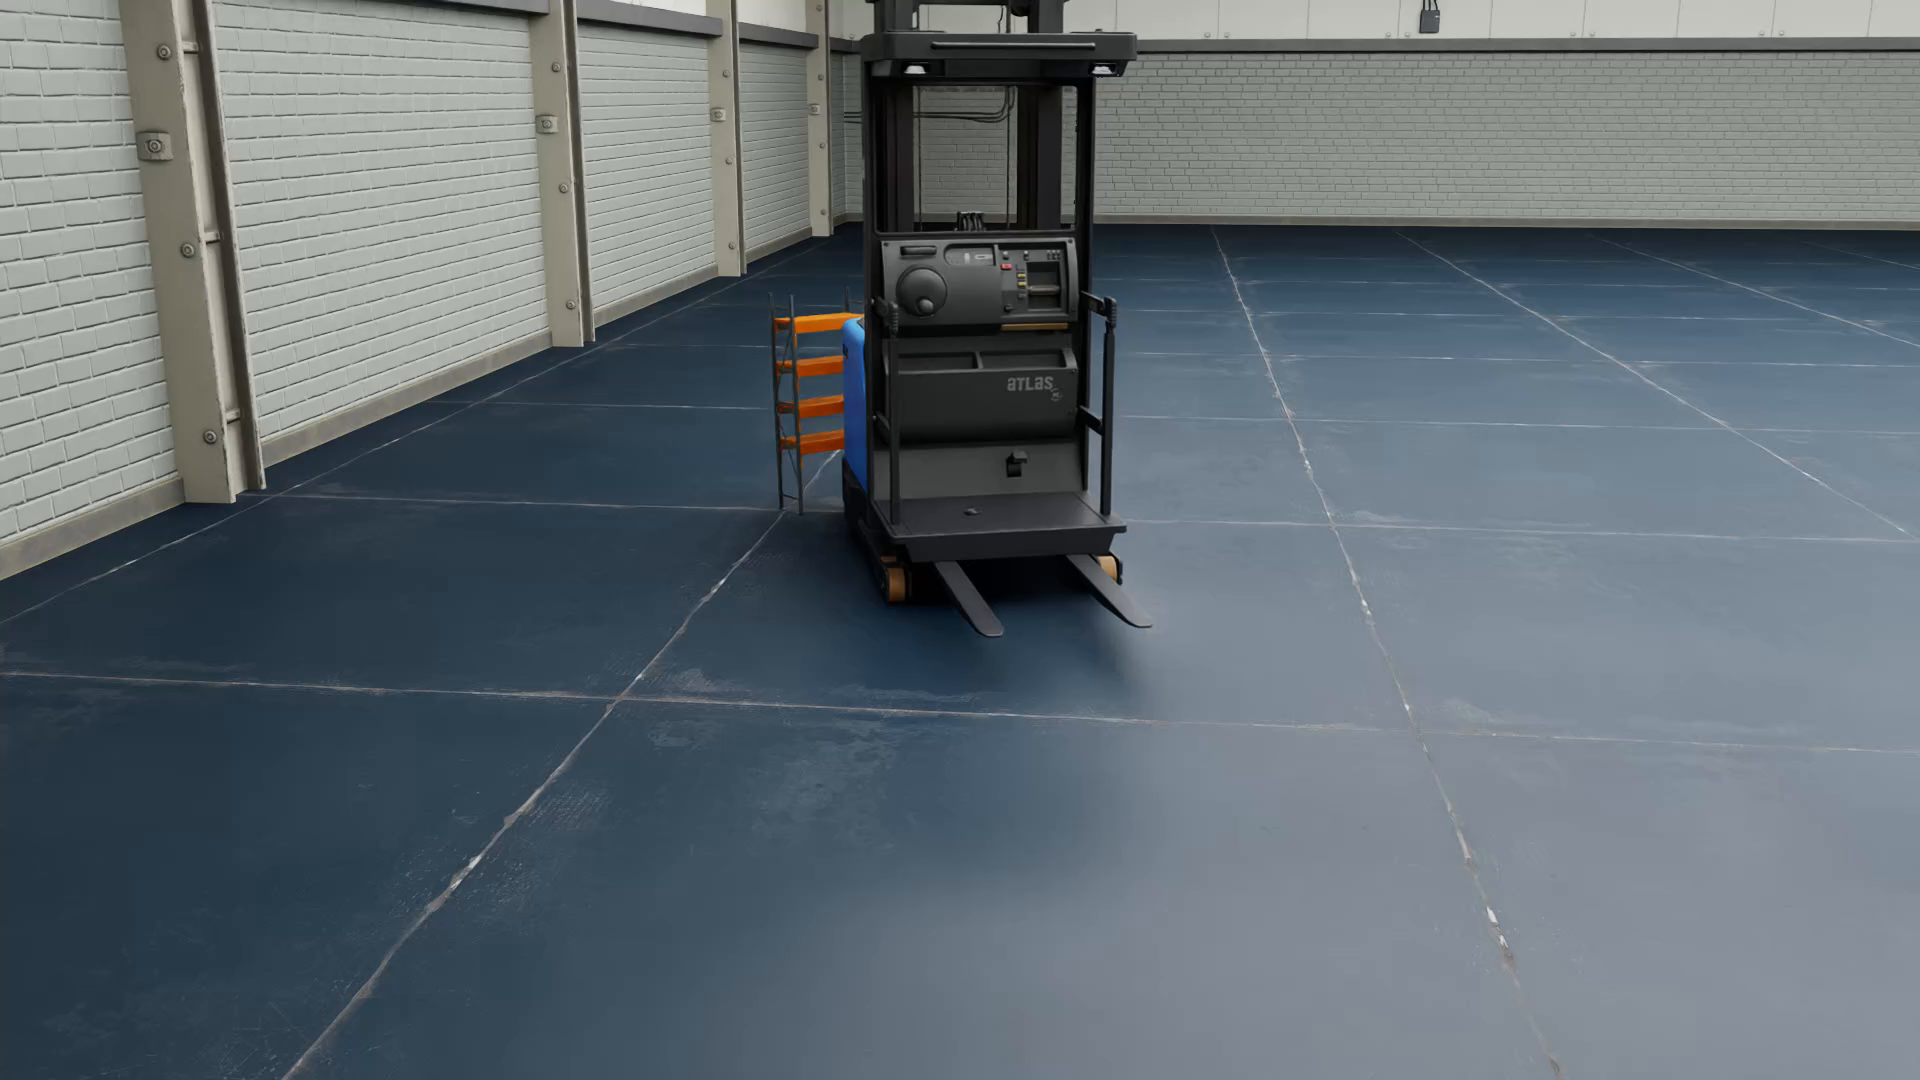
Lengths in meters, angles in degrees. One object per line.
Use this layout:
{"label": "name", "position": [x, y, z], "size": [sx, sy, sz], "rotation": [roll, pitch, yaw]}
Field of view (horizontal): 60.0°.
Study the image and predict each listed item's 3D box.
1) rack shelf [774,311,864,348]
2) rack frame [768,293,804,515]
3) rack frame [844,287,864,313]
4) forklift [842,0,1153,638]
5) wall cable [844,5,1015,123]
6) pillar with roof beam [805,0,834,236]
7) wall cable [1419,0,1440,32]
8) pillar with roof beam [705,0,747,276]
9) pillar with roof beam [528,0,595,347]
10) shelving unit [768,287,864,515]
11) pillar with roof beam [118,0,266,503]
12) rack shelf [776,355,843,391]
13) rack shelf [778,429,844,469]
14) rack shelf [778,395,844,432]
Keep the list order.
{"label": "rack shelf", "position": [-0.763, -1.160, 9.127], "size": [0.480, 0.148, 0.258], "rotation": [-11, 16, -35]}
{"label": "rack frame", "position": [-0.950, -0.740, 9.077], "size": [0.015, 1.200, 0.240], "rotation": [-11, 16, -35]}
{"label": "rack frame", "position": [-0.555, -0.815, 9.355], "size": [0.015, 1.200, 0.240], "rotation": [-11, 16, -35]}
{"label": "forklift", "position": [0.138, -1.232, 7.602], "size": [1.130, 2.935, 3.031], "rotation": [-3, 15, -11]}
{"label": "wall cable", "position": [-0.588, -8.503, 28.816], "size": [3.097, 2.526, 0.112], "rotation": [2, 15, 6]}
{"label": "pillar with roof beam", "position": [2.043, -9.150, 25.260], "size": [9.100, 9.000, 0.400], "rotation": [2, 15, 6]}
{"label": "wall cable", "position": [8.843, -11.360, 26.918], "size": [2.305, 6.003, 0.169], "rotation": [2, 15, 6]}
{"label": "pillar with roof beam", "position": [1.366, -7.594, 19.505], "size": [9.100, 9.000, 0.400], "rotation": [2, 15, 6]}
{"label": "pillar with roof beam", "position": [0.689, -6.037, 13.750], "size": [9.100, 9.000, 0.400], "rotation": [2, 15, 6]}
{"label": "shelving unit", "position": [-0.752, -0.777, 9.216], "size": [0.503, 1.200, 0.258], "rotation": [-11, 16, -35]}
{"label": "pillar with roof beam", "position": [0.012, -4.481, 7.995], "size": [9.100, 9.000, 0.400], "rotation": [2, 15, 6]}
{"label": "rack shelf", "position": [-0.756, -0.930, 9.181], "size": [0.480, 0.148, 0.258], "rotation": [-11, 16, -35]}
{"label": "rack shelf", "position": [-0.745, -0.519, 9.276], "size": [0.480, 0.148, 0.258], "rotation": [-11, 16, -35]}
{"label": "rack shelf", "position": [-0.751, -0.712, 9.231], "size": [0.480, 0.148, 0.258], "rotation": [-11, 16, -35]}
